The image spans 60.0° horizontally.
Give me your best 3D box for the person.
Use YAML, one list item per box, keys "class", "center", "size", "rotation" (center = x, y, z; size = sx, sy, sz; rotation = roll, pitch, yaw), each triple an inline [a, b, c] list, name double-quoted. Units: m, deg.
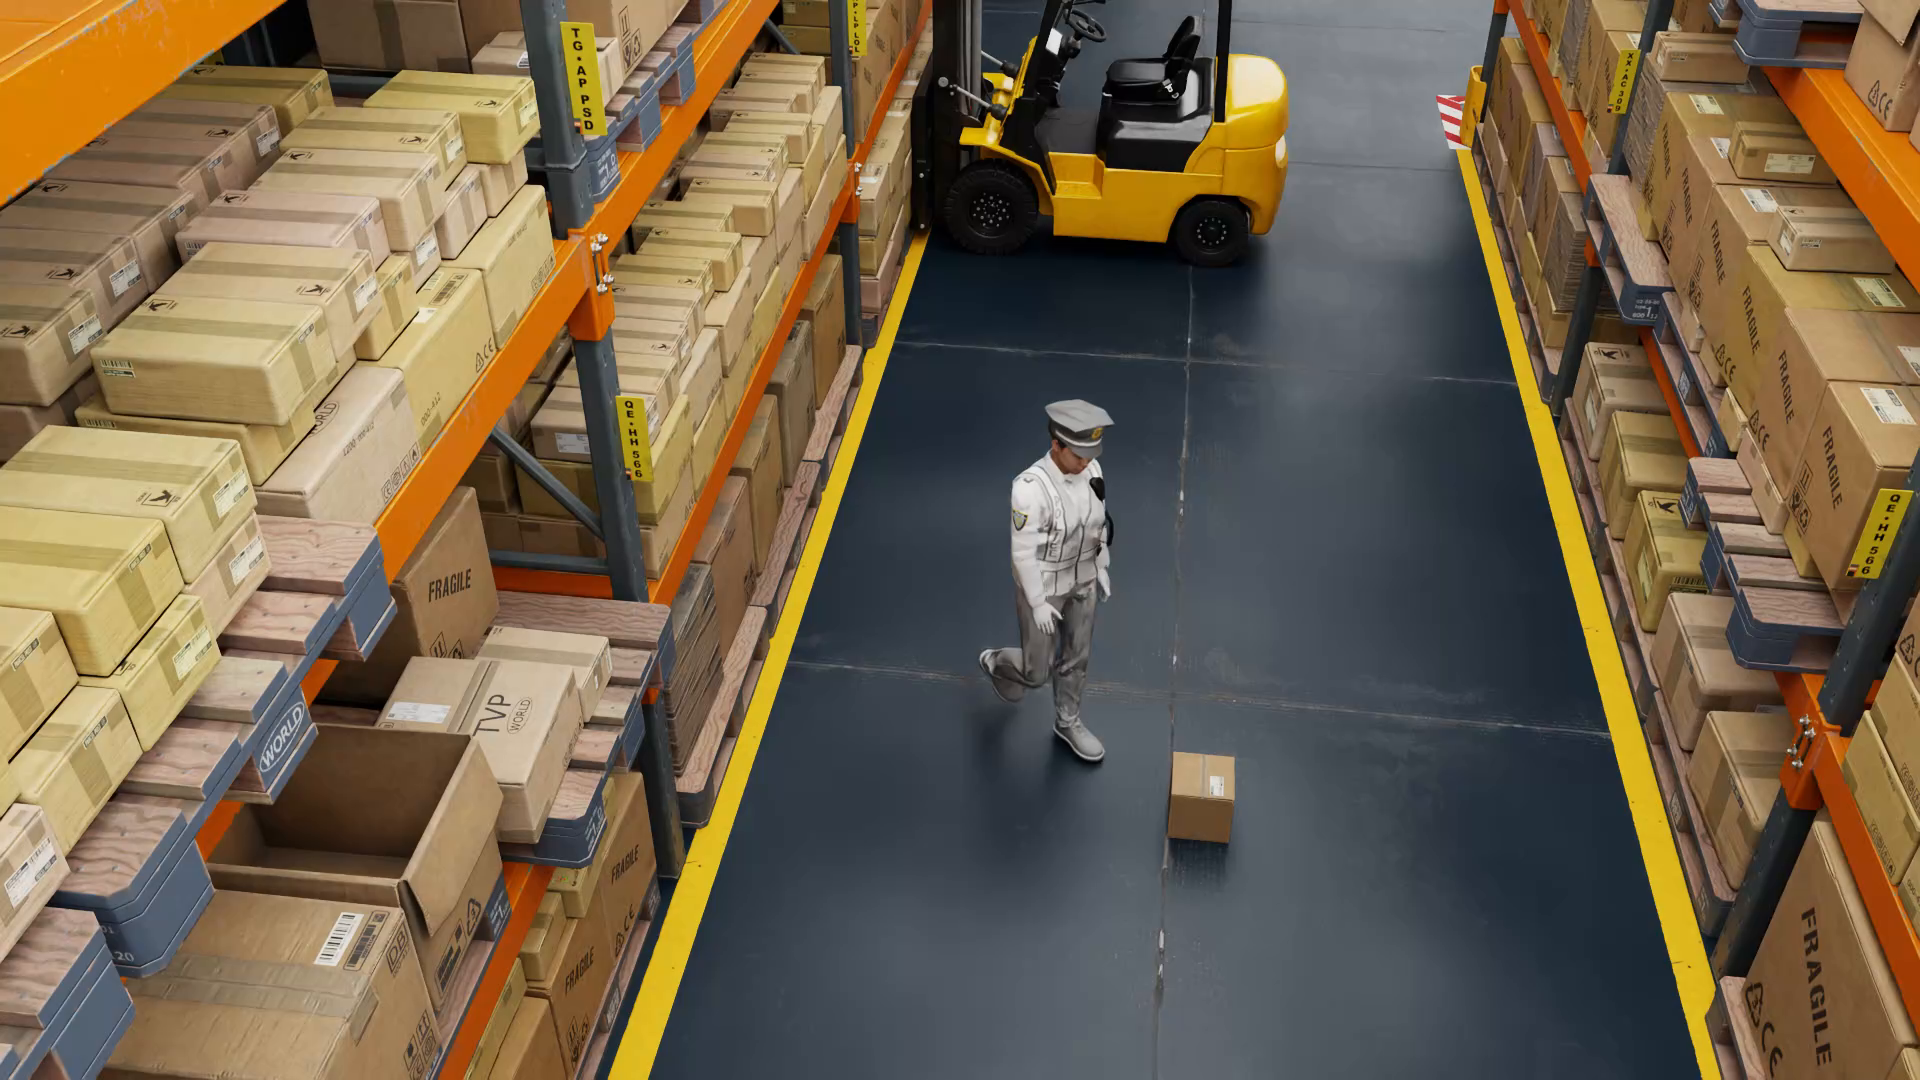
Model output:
- class: "person"
  center: [0.378, 0.152, 6.807]
  size: [0.512, 1.657, 0.625]
  rotation: [-25, 43, -30]
